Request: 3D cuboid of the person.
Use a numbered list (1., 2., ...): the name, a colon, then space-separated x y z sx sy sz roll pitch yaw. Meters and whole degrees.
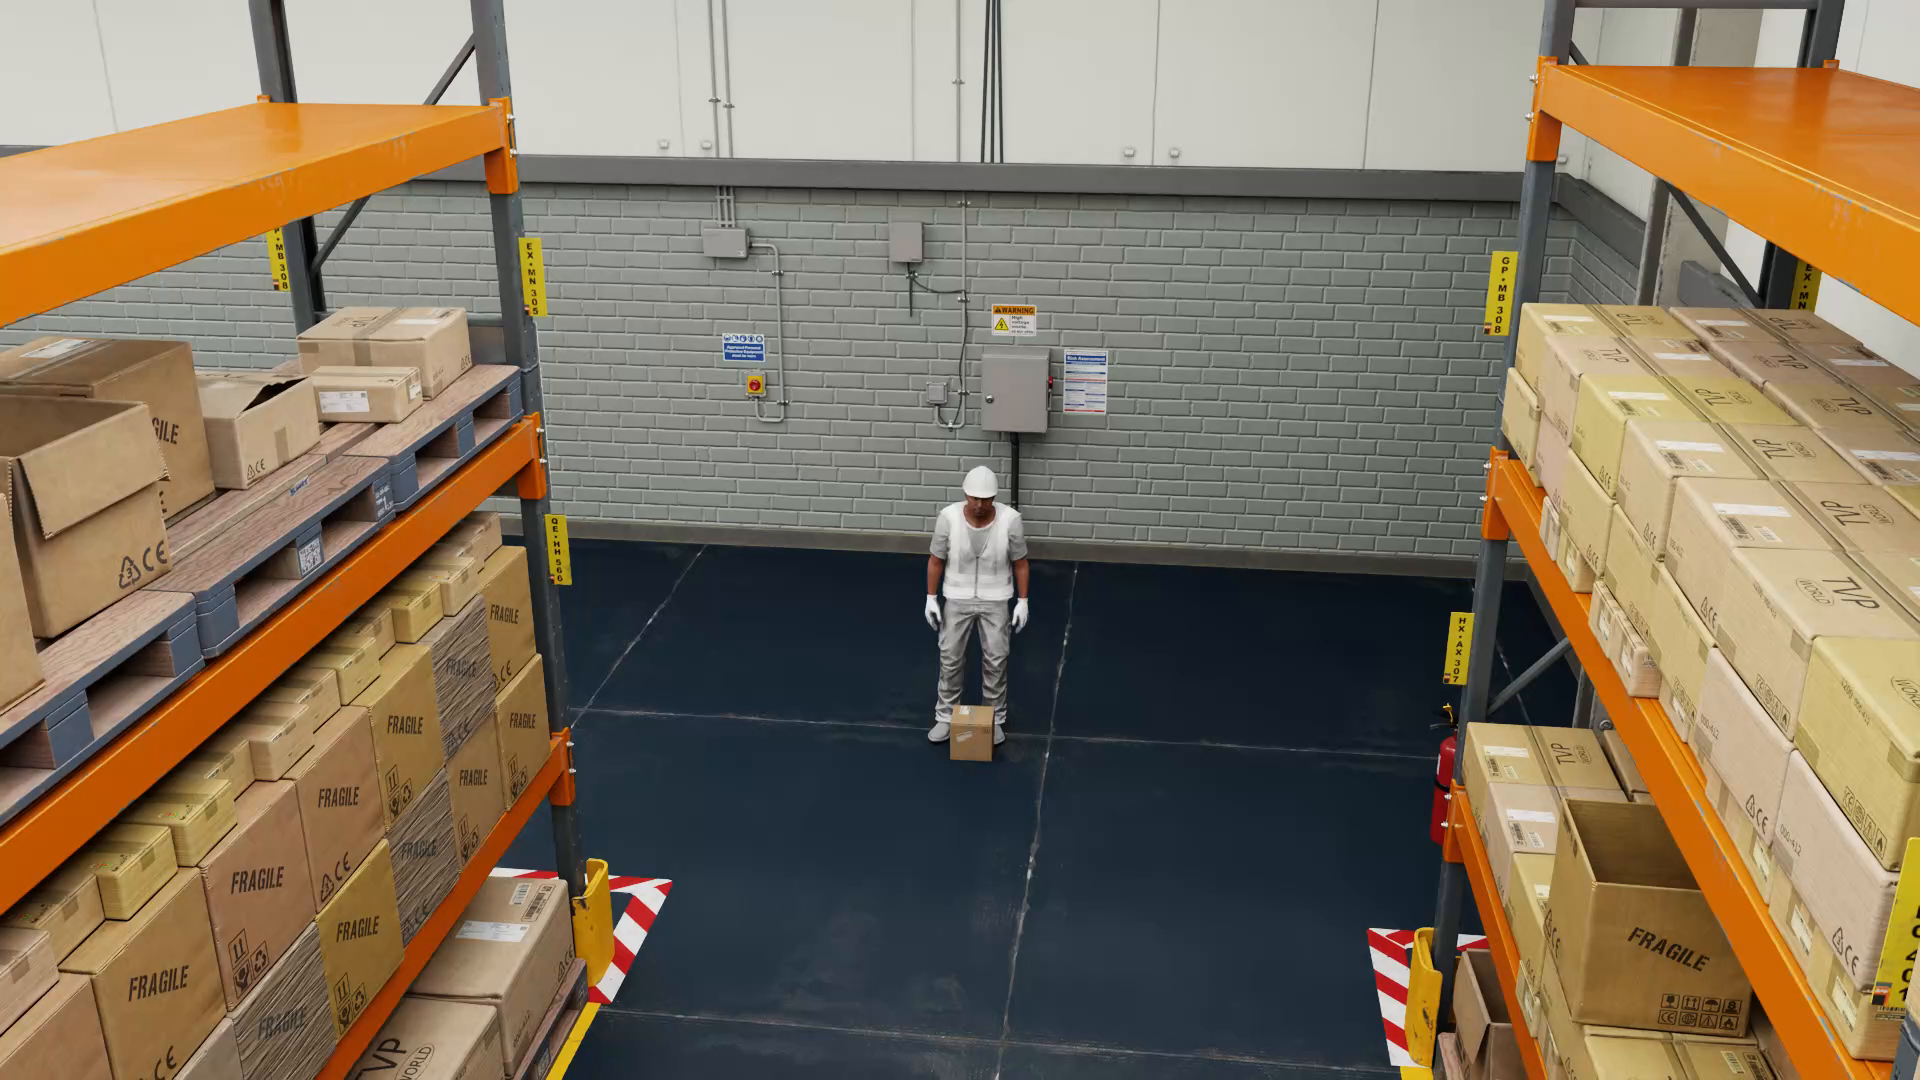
1. person: 0.105 0.383 10.064 0.630 1.776 0.443 1 21 4
